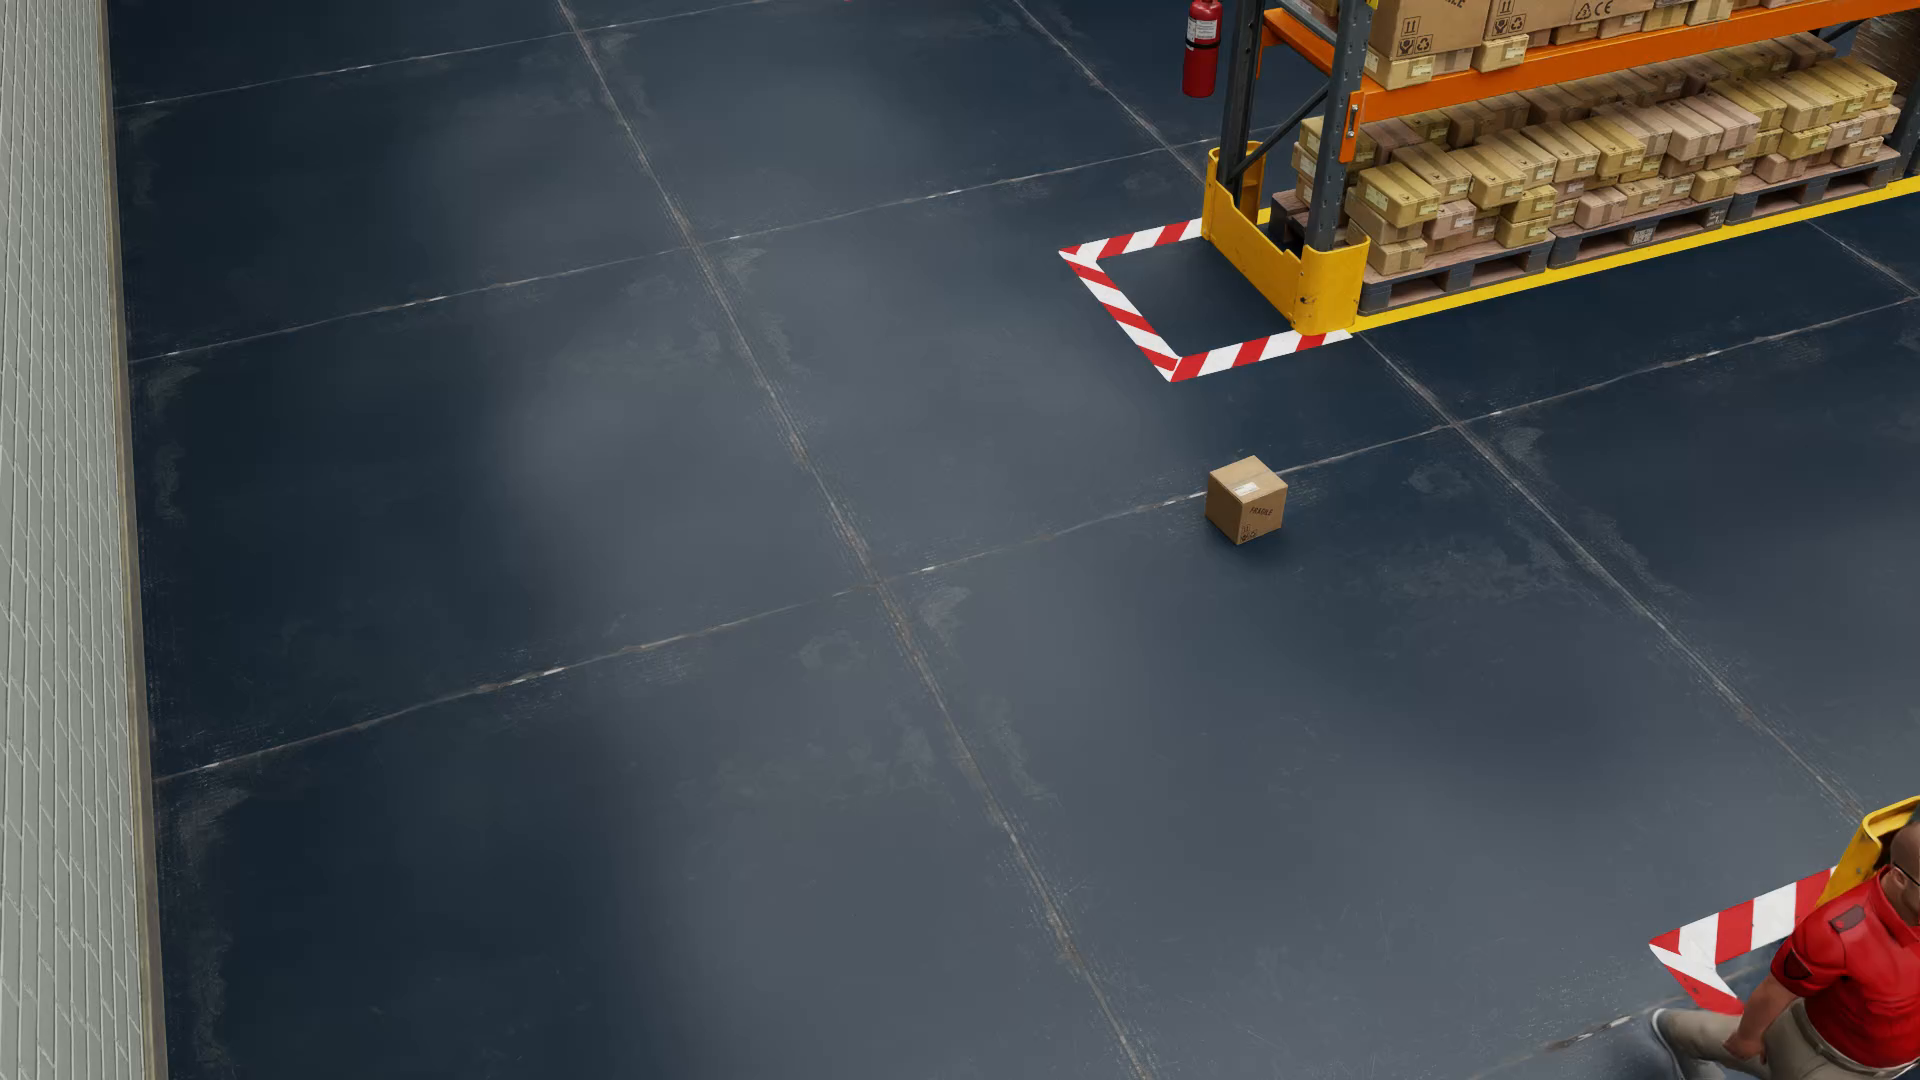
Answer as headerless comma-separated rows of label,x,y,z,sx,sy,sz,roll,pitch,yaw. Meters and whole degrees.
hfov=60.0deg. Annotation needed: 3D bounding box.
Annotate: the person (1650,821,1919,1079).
person,2.450,1.368,4.625,0.531,1.682,0.998,-21,46,-22
